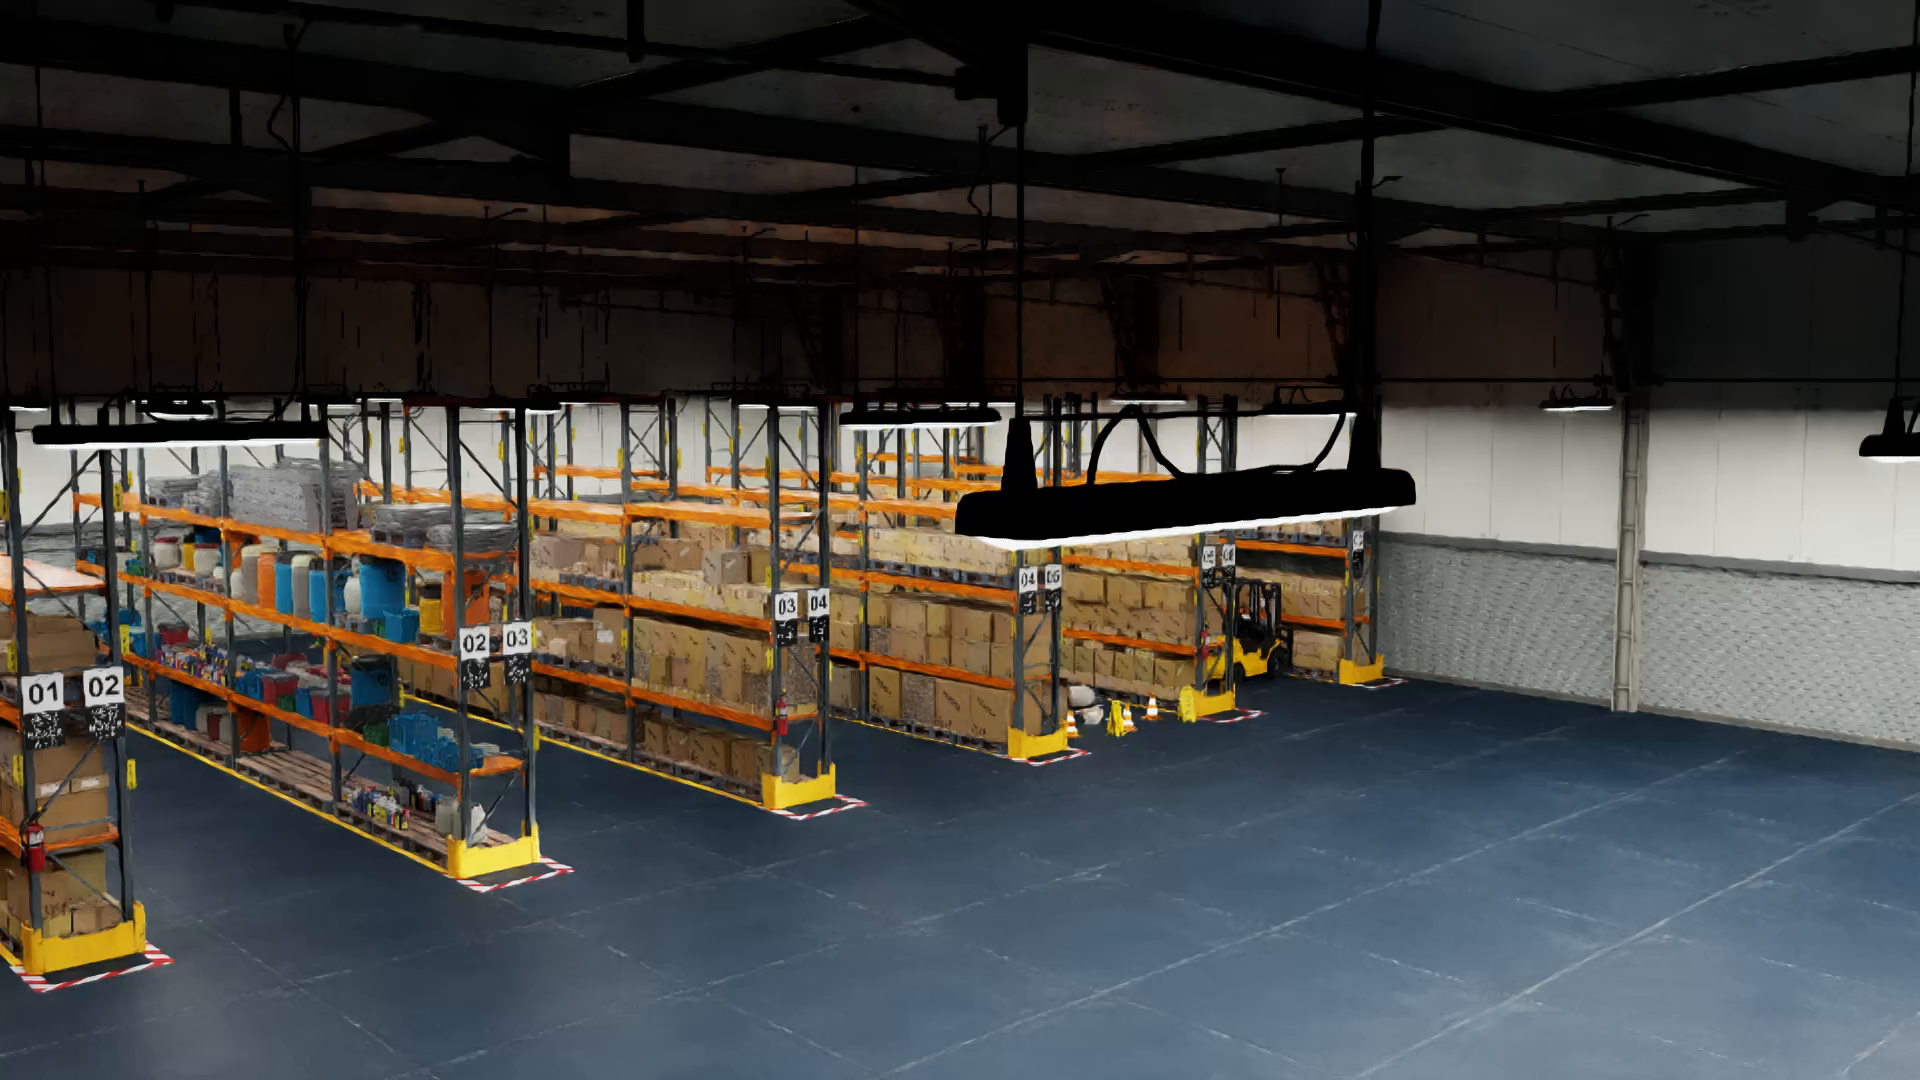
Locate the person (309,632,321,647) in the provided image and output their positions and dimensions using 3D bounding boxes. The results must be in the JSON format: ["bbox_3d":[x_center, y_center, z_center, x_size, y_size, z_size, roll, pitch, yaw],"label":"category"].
[{"bbox_3d":[-15.222,1.638,39.502,0.646,1.781,0.553,2,6,17],"label":"person"}]
